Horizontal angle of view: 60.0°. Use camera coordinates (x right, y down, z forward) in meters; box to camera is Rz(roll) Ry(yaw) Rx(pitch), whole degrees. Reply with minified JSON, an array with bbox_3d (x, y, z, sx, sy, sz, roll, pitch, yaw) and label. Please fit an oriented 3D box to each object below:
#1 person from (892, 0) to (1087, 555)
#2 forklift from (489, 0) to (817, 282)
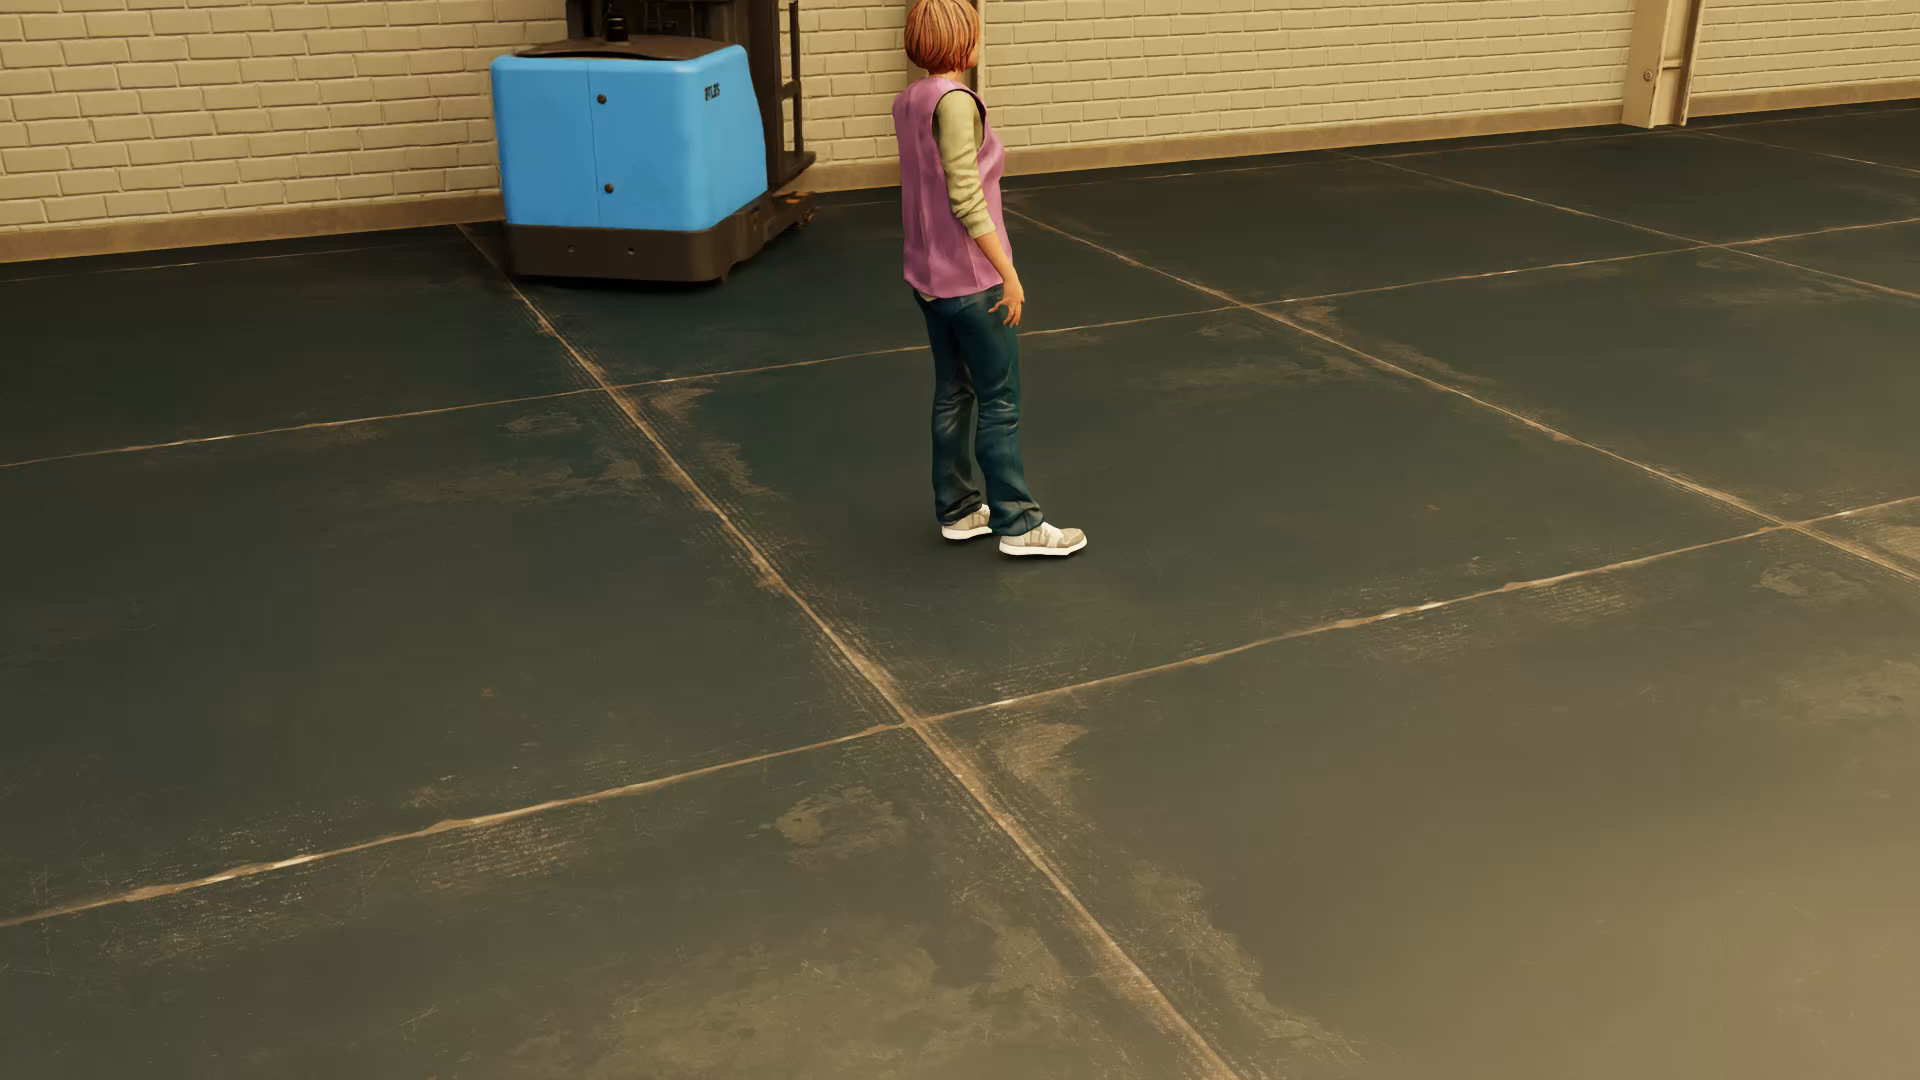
[{"bbox_3d":[0.073,-0.751,4.814,0.476,1.597,0.520,-10,25,-23],"label":"person"},{"bbox_3d":[-1.435,-3.103,8.757,1.130,2.935,3.031,4,23,9],"label":"forklift"}]
